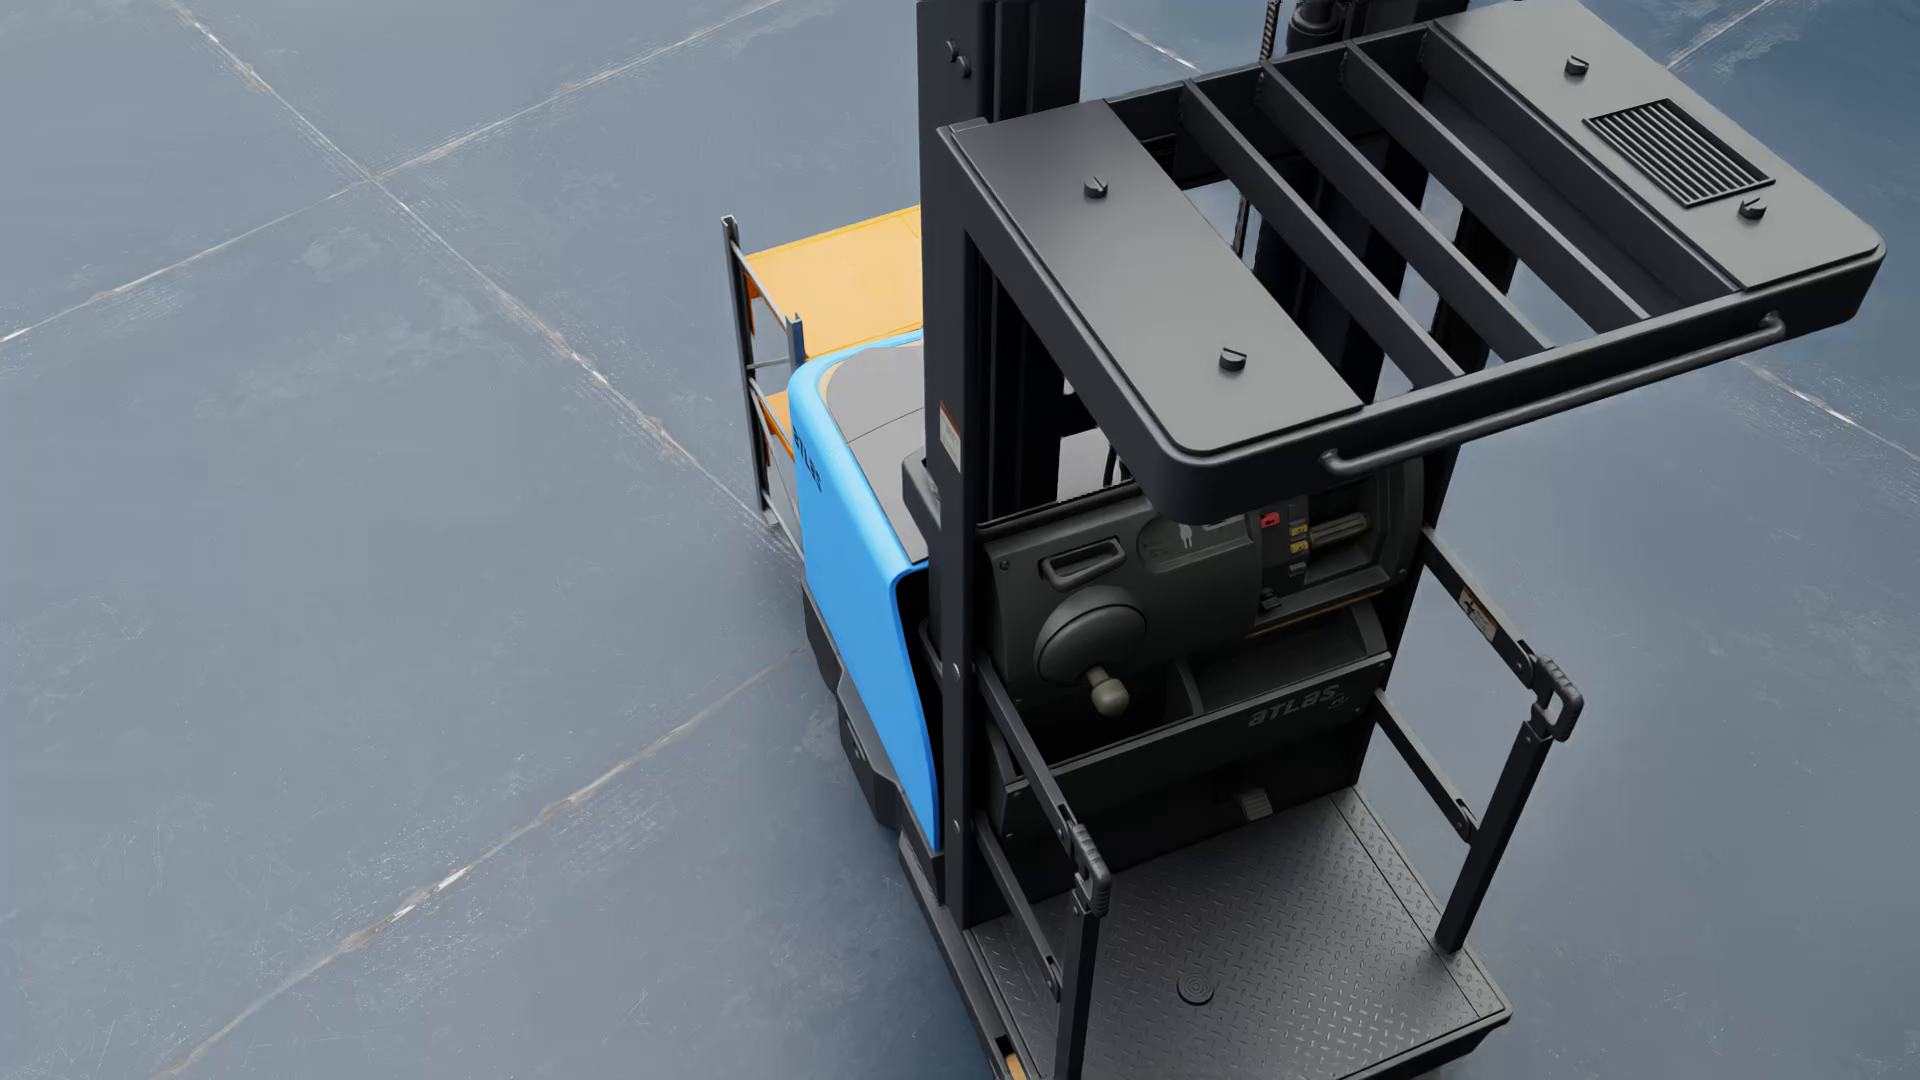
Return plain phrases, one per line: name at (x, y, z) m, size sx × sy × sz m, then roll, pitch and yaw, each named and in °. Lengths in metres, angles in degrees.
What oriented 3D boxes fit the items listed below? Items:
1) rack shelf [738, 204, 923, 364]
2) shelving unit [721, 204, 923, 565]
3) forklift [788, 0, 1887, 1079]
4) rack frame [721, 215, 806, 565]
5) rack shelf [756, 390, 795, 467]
rack shelf at (-0.071, -0.703, 4.735) m, size 1.000 × 0.278 × 0.538 m, roll -20°, pitch 50°, yaw -18°
shelving unit at (-0.071, -0.505, 4.950) m, size 1.048 × 1.125 × 0.538 m, roll -20°, pitch 50°, yaw -18°
forklift at (0.582, 0.152, 3.115) m, size 1.130 × 2.935 × 3.031 m, roll -17°, pitch 50°, yaw -15°
rack frame at (-0.526, -0.338, 4.796) m, size 0.032 × 1.125 × 0.500 m, roll -20°, pitch 50°, yaw -18°
rack shelf at (-0.071, -0.339, 5.130) m, size 1.000 × 0.278 × 0.538 m, roll -20°, pitch 50°, yaw -18°
